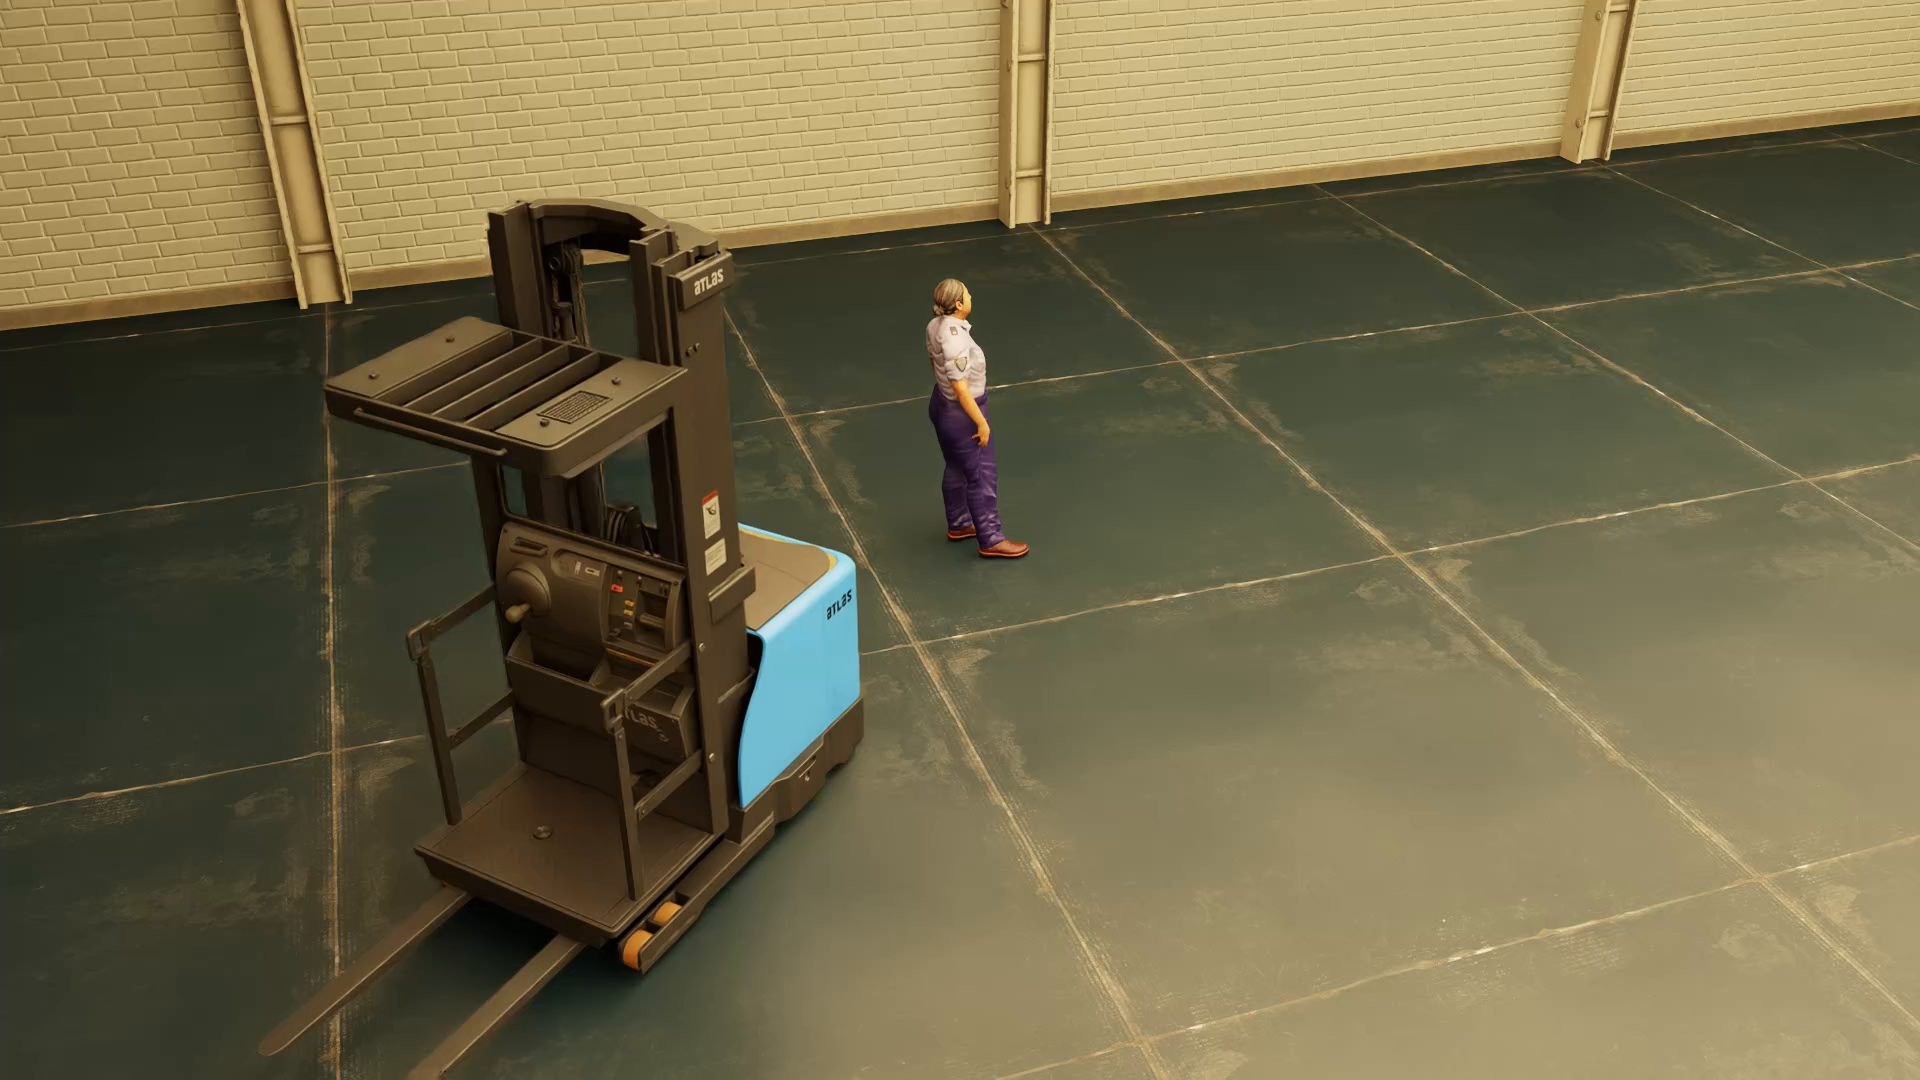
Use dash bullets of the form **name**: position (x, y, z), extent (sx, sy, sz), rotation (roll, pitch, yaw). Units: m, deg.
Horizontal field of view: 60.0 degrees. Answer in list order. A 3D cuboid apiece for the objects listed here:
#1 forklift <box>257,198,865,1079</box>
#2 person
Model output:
- **forklift**: position (-1.622, 0.262, 6.632), extent (1.130, 2.935, 3.031), rotation (15, 33, 25)
- **person**: position (0.092, -0.724, 9.617), extent (0.503, 1.651, 0.598), rotation (-10, 31, -16)
